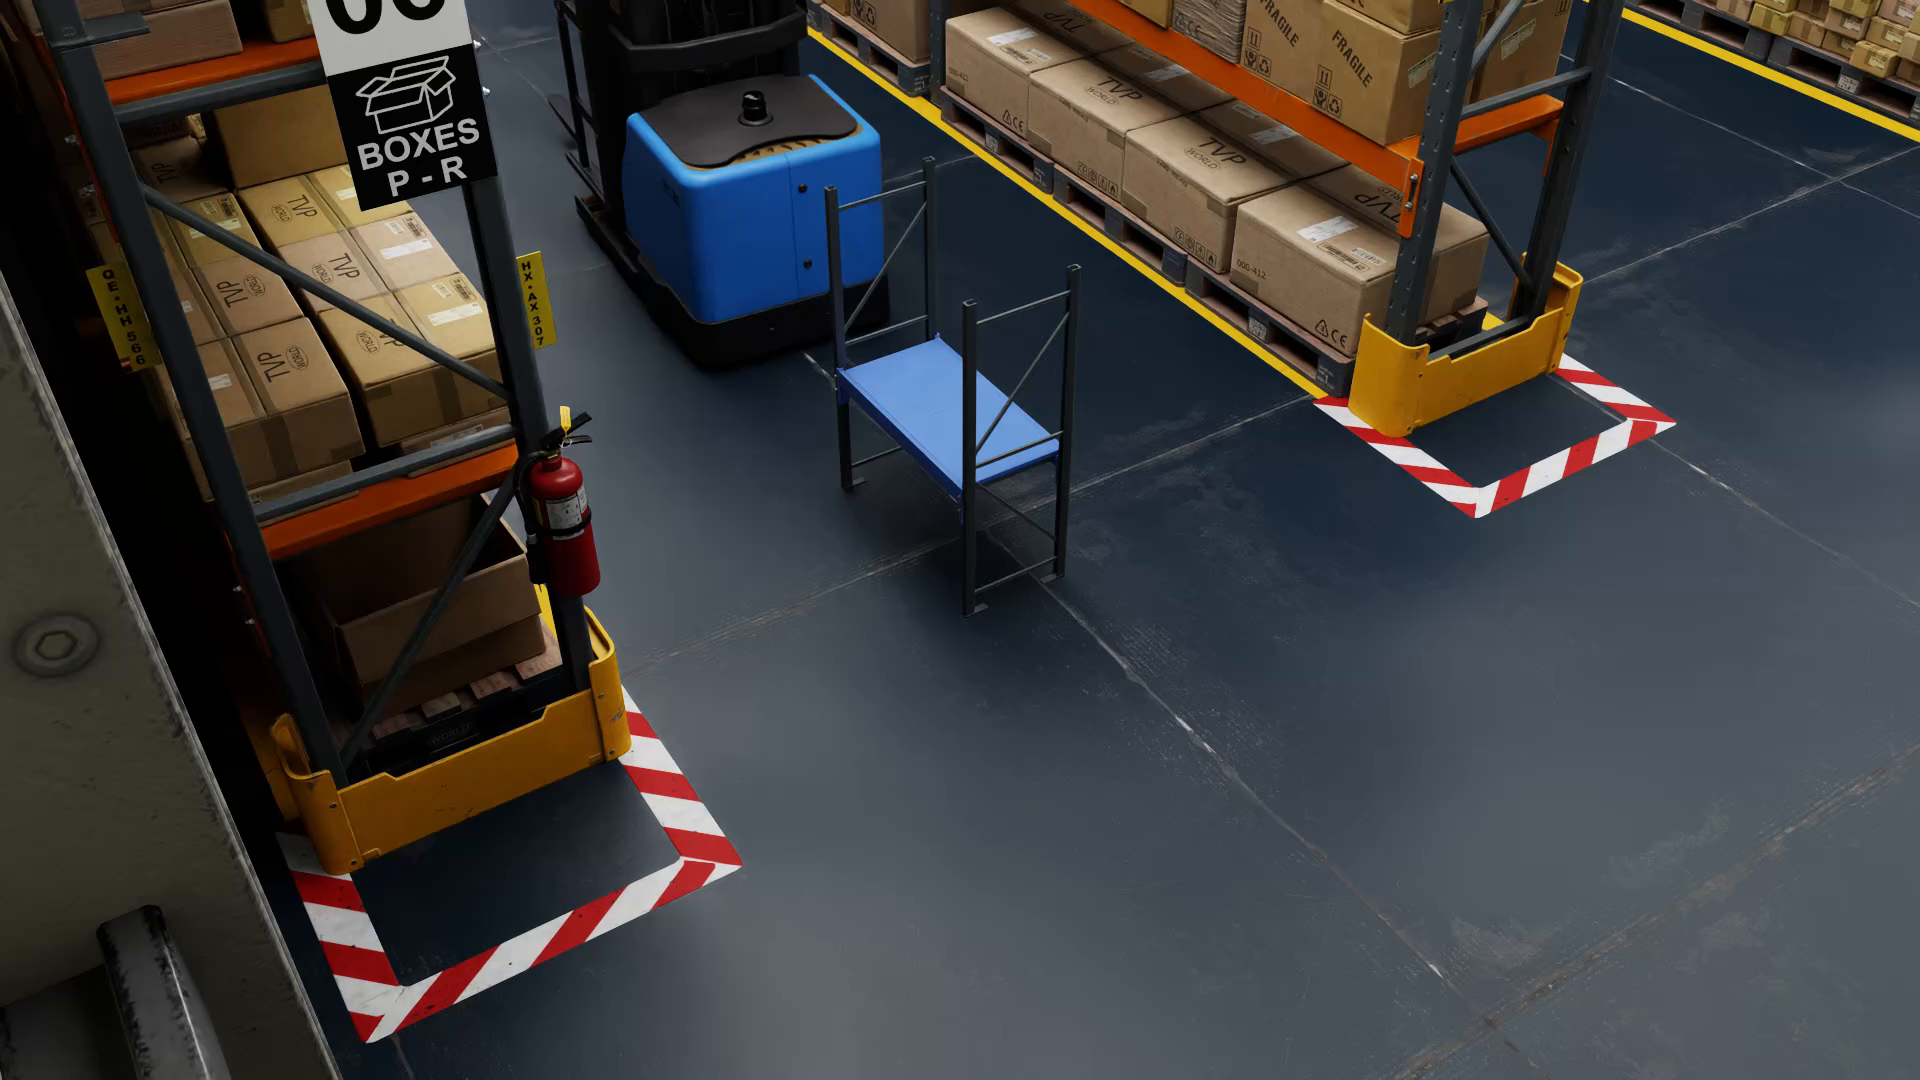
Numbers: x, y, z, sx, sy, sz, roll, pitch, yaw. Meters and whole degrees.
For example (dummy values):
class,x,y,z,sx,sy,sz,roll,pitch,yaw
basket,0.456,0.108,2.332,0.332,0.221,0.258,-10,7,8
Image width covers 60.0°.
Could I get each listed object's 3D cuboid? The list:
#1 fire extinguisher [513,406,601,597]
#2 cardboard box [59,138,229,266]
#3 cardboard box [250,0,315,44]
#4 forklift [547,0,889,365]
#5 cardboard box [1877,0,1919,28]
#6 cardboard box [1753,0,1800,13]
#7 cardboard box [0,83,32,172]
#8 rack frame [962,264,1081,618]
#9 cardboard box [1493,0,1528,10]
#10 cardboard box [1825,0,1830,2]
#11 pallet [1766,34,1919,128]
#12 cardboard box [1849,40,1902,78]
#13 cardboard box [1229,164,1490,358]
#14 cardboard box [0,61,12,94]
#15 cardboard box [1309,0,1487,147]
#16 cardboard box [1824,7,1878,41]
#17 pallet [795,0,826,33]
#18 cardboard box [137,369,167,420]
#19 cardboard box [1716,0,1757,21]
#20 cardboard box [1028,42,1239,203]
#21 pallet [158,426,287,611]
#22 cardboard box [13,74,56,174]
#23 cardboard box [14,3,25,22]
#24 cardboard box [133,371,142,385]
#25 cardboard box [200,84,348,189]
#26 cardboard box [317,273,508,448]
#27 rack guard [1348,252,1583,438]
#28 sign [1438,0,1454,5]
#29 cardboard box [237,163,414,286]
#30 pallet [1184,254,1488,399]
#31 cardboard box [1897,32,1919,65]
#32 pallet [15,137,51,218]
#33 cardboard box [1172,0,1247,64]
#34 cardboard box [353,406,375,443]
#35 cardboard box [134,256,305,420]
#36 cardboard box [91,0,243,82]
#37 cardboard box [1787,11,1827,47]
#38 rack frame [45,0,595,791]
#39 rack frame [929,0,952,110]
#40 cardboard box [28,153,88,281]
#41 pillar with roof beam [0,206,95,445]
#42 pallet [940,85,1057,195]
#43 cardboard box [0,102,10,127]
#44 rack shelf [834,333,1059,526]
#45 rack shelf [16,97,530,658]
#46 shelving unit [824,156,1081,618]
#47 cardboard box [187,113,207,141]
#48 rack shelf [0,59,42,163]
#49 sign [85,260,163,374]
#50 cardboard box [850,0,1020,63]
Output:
class,x,y,z,sx,sy,sz,roll,pitch,yaw
fire extinguisher,-1.298,-0.118,5.400,0.296,0.674,0.183,-22,45,-24
cardboard box,-3.058,-1.254,6.297,0.500,0.250,0.500,-22,45,-24
cardboard box,-1.742,-1.519,4.583,0.380,0.149,0.250,-21,44,-24
forklift,-1.506,-2.916,8.460,1.130,2.935,3.031,-19,43,-21
cardboard box,5.950,-3.329,10.336,0.380,0.149,0.250,-21,44,-24
cardboard box,5.441,-3.602,10.896,0.380,0.149,0.250,-22,44,-24
cardboard box,-4.974,-2.292,9.281,0.500,0.500,0.500,-24,46,-26
rack frame,0.227,-0.348,6.496,0.500,1.500,0.032,-22,45,-24
cardboard box,2.398,-2.701,7.289,0.500,0.500,0.500,-23,45,-25
cardboard box,5.618,-3.586,10.645,0.380,0.149,0.250,-24,45,-26
pallet,6.087,-3.100,10.806,1.003,0.211,1.213,-22,45,-24
cardboard box,5.853,-3.062,10.481,0.380,0.149,0.250,-21,44,-23
cardboard box,1.977,-1.420,8.285,0.875,0.438,0.875,-24,45,-26
cardboard box,-5.091,-2.604,9.149,0.380,0.149,0.250,-22,44,-24
cardboard box,1.934,-2.129,7.384,0.500,0.500,0.500,-22,45,-24
cardboard box,5.730,-3.327,10.566,0.380,0.149,0.250,-24,45,-26
pallet,-0.873,-4.059,11.956,1.003,0.211,1.213,-22,45,-24
cardboard box,-2.656,-0.595,5.817,0.380,0.149,0.250,-22,45,-24
cardboard box,5.320,-3.634,11.167,0.380,0.149,0.250,-21,44,-24
cardboard box,0.994,-2.399,9.459,0.875,0.438,0.875,-24,45,-26
pallet,-2.889,-0.268,7.407,1.003,0.211,1.213,-22,45,-24
cardboard box,-3.604,-1.798,6.949,0.500,0.250,0.500,-23,45,-25
cardboard box,-2.485,-1.611,4.693,0.380,0.149,0.250,-21,44,-23
cardboard box,-3.762,-1.060,7.952,0.500,0.311,0.500,-21,44,-23
cardboard box,-2.591,-1.703,6.249,0.500,0.500,0.500,-21,44,-23
cardboard box,-1.784,-0.605,5.518,0.500,0.250,0.500,-22,45,-24
rack guard,2.429,-0.948,7.997,1.175,0.500,0.348,-22,45,-24
sign,1.951,-2.278,6.551,0.100,0.325,0.005,-22,45,-24
cardboard box,-2.330,-1.150,6.171,0.500,0.250,0.500,-23,45,-25
pallet,1.920,-1.255,8.591,1.003,0.211,1.213,-22,45,-24
cardboard box,6.011,-3.047,10.230,0.380,0.149,0.250,-23,45,-25
pallet,-5.047,-2.384,9.946,1.003,0.211,1.213,-22,45,-24
cardboard box,1.392,-2.680,8.044,0.500,0.500,0.500,-21,44,-23
cardboard box,-1.888,-0.508,5.712,0.380,0.149,0.250,-21,44,-23
cardboard box,-2.514,-0.703,5.636,0.500,0.250,0.500,-22,45,-24
cardboard box,-2.134,-1.360,4.392,0.380,0.149,0.250,-21,44,-23
cardboard box,5.640,-3.363,10.842,0.380,0.149,0.250,-22,44,-24
rack frame,-1.767,-0.211,5.160,1.000,3.000,0.127,-22,45,-24
rack frame,0.265,-4.081,9.804,1.000,3.000,0.127,-22,45,-24
cardboard box,-4.431,-1.734,8.613,0.500,0.500,0.500,-22,45,-25
pillar with roof beam,-0.674,-5.470,6.785,9.100,9.000,0.400,-22,45,-24
pallet,0.608,-2.572,10.172,1.003,0.211,1.213,-22,45,-24
cardboard box,-5.547,-2.849,9.951,0.500,0.500,0.500,-20,44,-22
rack shelf,-0.046,-0.484,6.940,0.538,0.185,1.000,-22,45,-24
rack shelf,-2.842,-1.014,6.686,1.077,0.370,4.000,-22,45,-24
shelving unit,-0.046,-0.622,6.825,0.538,1.500,1.048,-22,45,-24
cardboard box,-2.899,-1.697,6.828,0.500,0.250,0.500,-23,45,-25
rack shelf,-4.993,-3.173,9.277,1.077,0.370,4.000,-22,45,-24
sign,-2.246,-0.597,4.472,0.100,0.325,0.005,-22,45,-24
cardboard box,-0.136,-3.733,10.718,0.875,0.875,0.875,-21,44,-23
